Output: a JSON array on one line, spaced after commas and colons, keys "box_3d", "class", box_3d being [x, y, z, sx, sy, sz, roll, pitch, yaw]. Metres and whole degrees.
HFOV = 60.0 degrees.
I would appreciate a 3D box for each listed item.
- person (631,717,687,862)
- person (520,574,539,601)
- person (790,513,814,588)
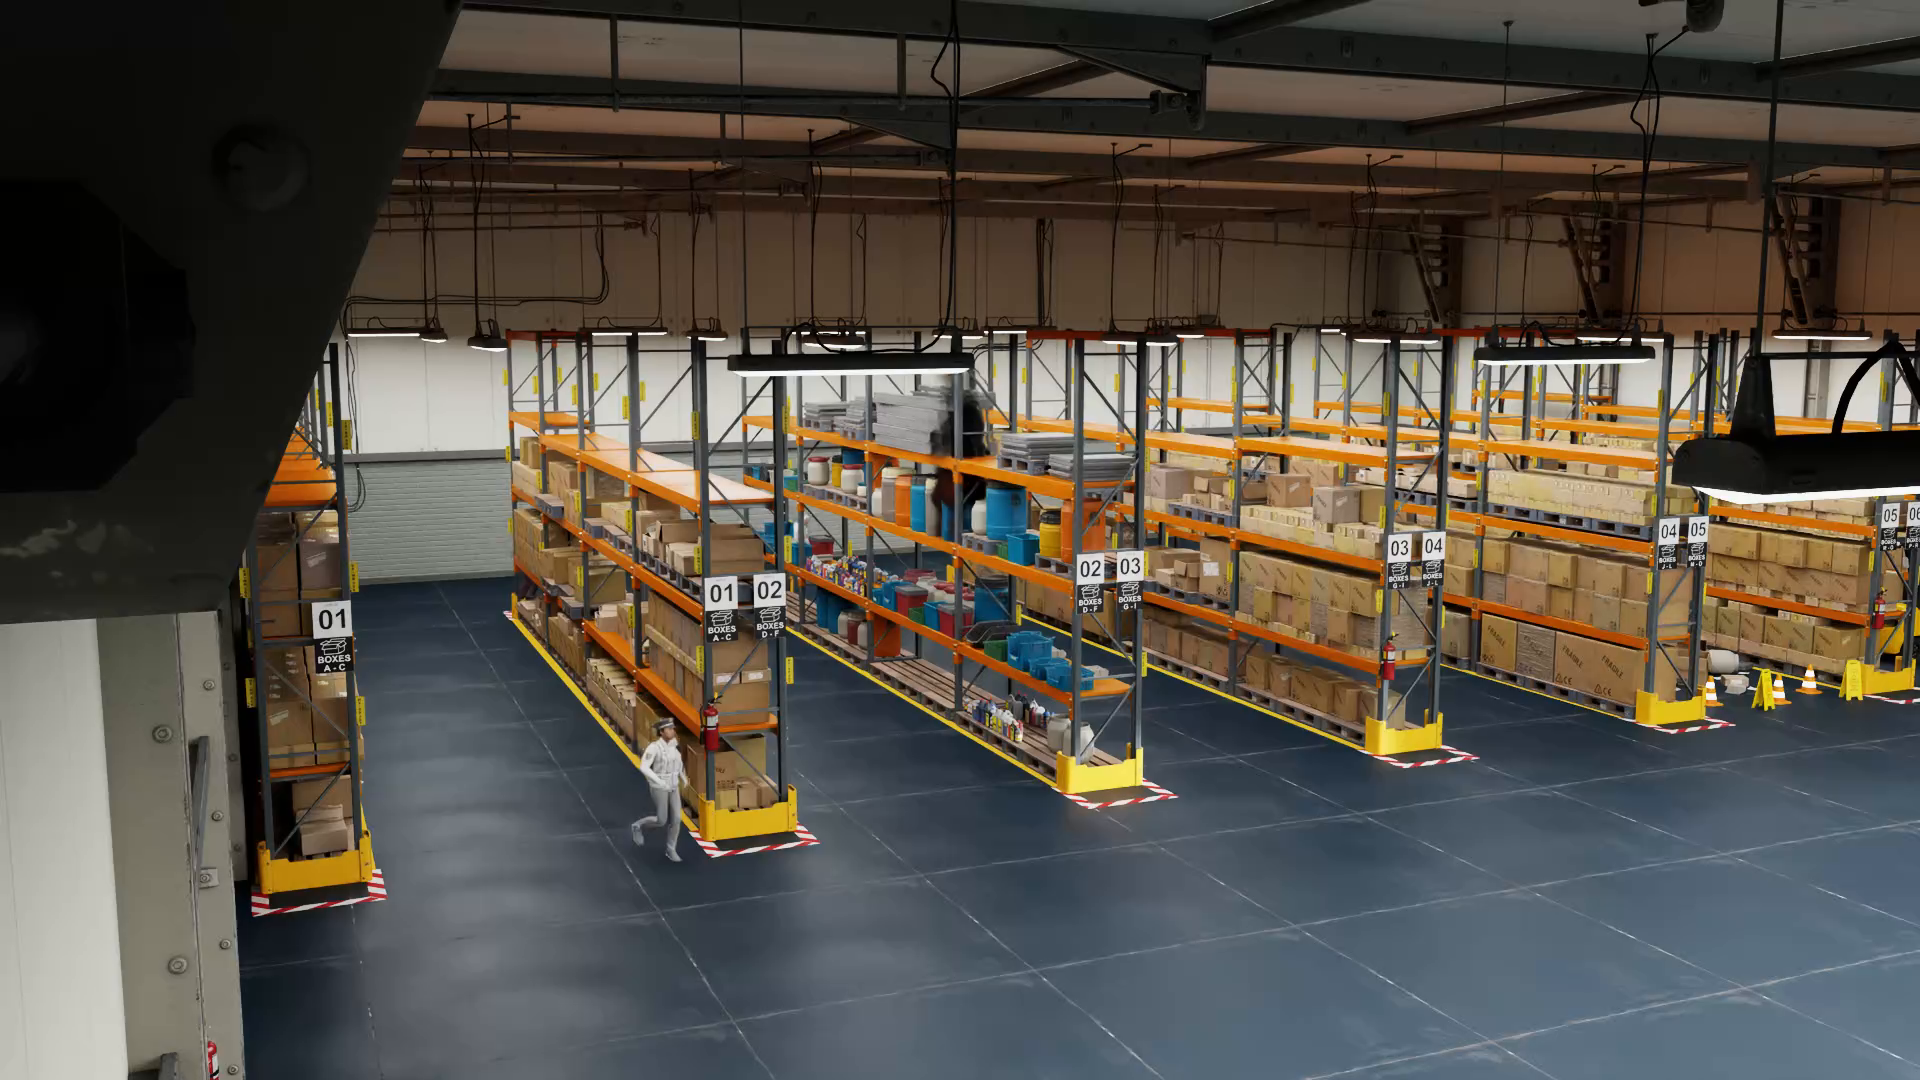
[{"box_3d": [-3.489, 2.896, 19.501, 0.699, 1.707, 0.661, 5, 9, 34], "class": "person"}, {"box_3d": [-9.343, 0.597, 36.112, 0.710, 1.754, 0.657, 0, 8, 1], "class": "person"}, {"box_3d": [-3.808, 0.276, 38.295, 0.982, 1.805, 0.693, -4, 9, -28], "class": "person"}]
